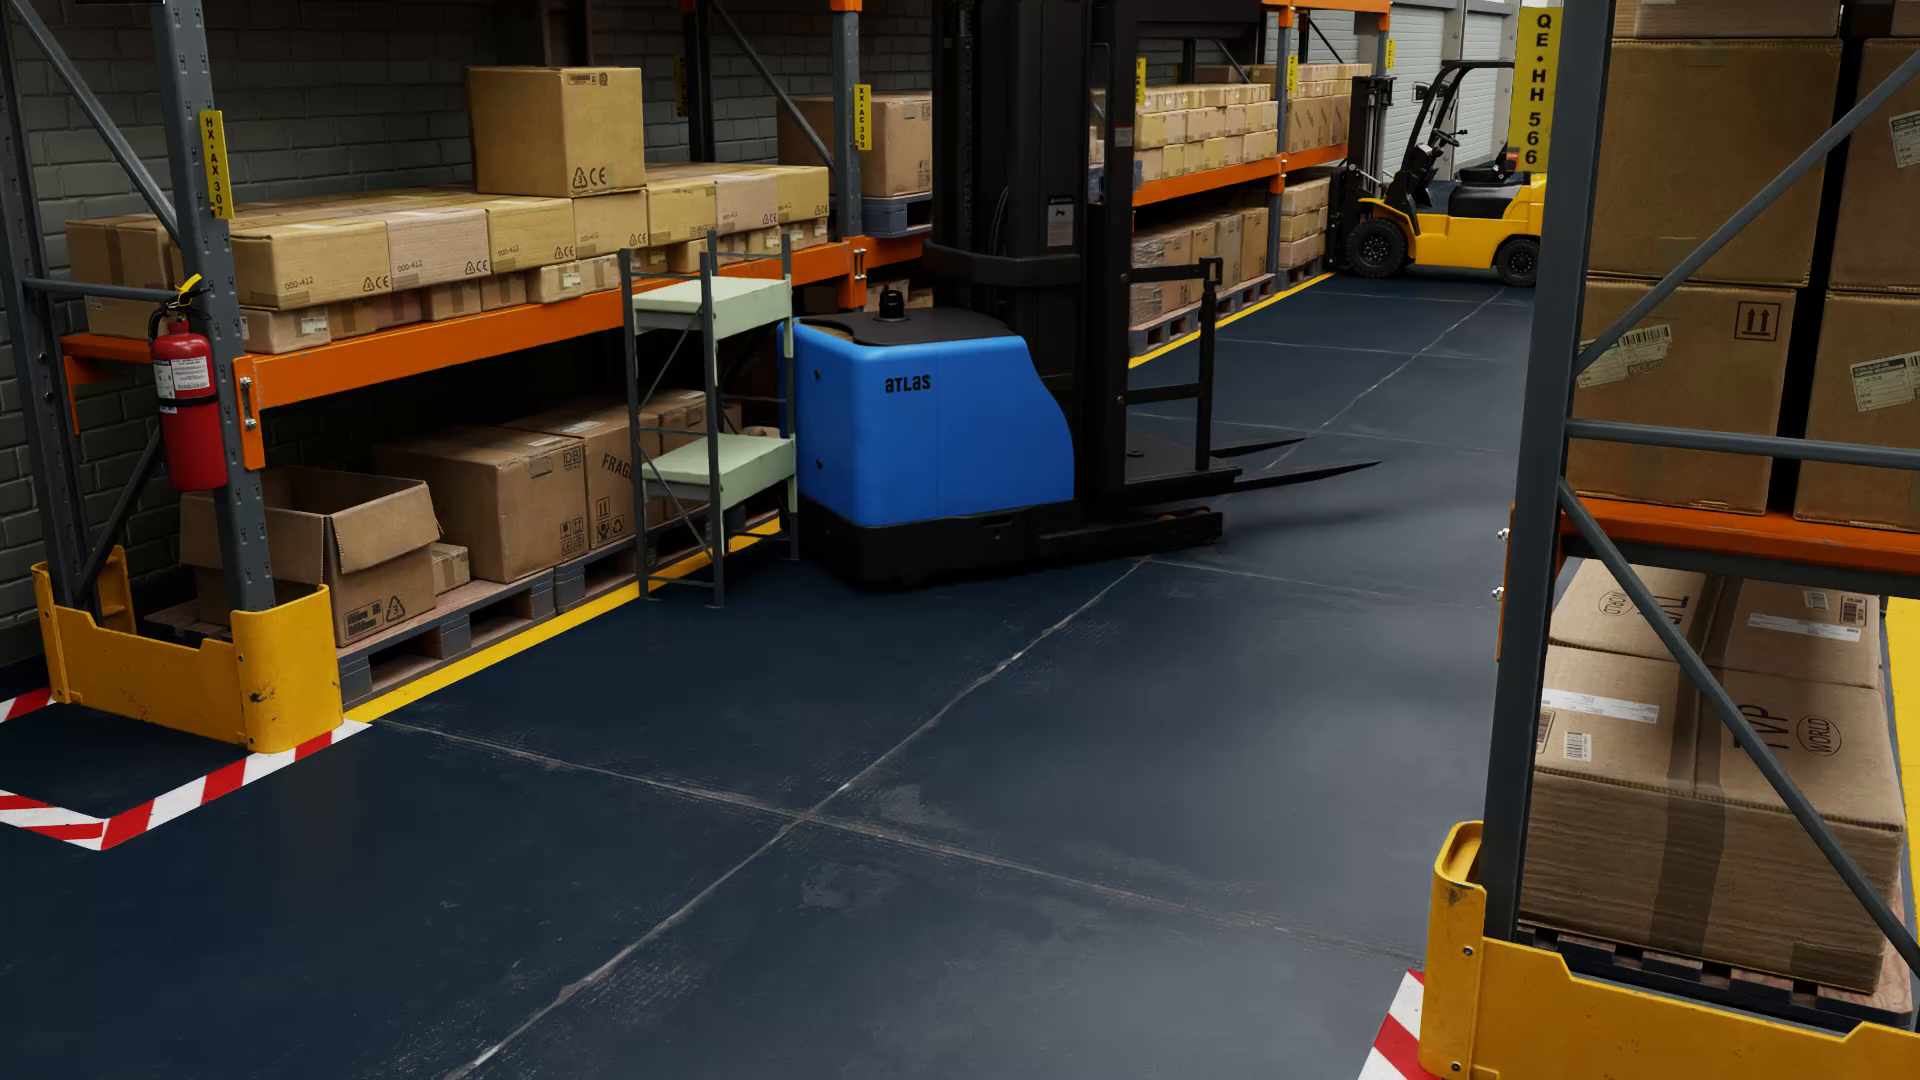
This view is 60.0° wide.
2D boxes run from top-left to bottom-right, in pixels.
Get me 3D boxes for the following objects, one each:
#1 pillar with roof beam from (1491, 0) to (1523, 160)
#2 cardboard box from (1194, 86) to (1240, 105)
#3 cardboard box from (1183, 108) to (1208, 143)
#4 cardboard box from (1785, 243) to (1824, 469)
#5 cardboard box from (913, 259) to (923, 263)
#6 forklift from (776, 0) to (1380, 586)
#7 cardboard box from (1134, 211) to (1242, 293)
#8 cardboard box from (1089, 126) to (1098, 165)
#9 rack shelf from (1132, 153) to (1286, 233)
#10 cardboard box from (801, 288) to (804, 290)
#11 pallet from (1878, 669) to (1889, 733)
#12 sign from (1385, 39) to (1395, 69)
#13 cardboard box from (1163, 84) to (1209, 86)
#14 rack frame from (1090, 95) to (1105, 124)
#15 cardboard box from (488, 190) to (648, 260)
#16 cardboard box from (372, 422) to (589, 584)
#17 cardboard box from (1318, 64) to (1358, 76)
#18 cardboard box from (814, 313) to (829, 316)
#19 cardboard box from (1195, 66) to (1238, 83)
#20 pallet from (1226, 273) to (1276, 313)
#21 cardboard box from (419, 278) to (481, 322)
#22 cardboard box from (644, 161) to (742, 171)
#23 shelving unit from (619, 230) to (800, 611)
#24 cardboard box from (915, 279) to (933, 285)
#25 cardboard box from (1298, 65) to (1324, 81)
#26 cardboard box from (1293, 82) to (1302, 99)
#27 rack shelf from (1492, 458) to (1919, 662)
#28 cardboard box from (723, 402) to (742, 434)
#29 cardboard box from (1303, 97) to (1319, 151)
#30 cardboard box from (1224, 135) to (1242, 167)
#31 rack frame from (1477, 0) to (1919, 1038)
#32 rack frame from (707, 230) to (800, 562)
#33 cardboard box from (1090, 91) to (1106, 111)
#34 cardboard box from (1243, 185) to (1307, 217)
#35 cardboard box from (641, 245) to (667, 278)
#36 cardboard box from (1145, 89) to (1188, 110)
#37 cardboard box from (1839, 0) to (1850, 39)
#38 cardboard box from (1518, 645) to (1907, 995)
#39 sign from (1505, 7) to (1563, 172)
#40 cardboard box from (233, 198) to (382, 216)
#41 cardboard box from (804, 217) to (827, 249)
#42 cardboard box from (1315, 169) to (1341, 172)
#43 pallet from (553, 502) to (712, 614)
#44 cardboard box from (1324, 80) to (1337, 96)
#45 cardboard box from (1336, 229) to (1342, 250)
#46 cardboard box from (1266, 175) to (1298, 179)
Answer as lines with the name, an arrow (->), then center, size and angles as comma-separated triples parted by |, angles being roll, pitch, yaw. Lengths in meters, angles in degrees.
pillar with roof beam -> 15.147, -11.735, 31.730 | 9.100, 9.000, 0.400 | 8, 18, 25
cardboard box -> 2.201, -3.843, 14.381 | 0.380, 0.149, 0.250 | 8, 18, 24
cardboard box -> 1.687, -3.355, 13.438 | 0.500, 0.250, 0.500 | 8, 18, 24
cardboard box -> 2.335, -0.445, 4.079 | 0.500, 0.500, 0.500 | 8, 18, 25
cardboard box -> -0.103, -1.873, 11.575 | 0.380, 0.149, 0.250 | 7, 18, 23
forklift -> 0.682, -1.481, 7.862 | 3.031, 2.935, 1.130 | -8, 19, -26
cardboard box -> 2.006, -2.598, 14.936 | 0.875, 0.625, 0.625 | 8, 18, 25
cardboard box -> 0.613, -2.667, 11.260 | 0.500, 0.250, 0.500 | 7, 18, 23
rack shelf -> 1.689, -3.012, 14.160 | 1.077, 0.370, 4.000 | 8, 18, 25
cardboard box -> -0.781, -1.472, 10.226 | 0.380, 0.149, 0.250 | 7, 18, 23
pallet -> 2.496, 0.635, 5.517 | 1.003, 0.211, 1.213 | 8, 18, 25
sign -> 4.849, -5.481, 18.760 | 0.100, 0.325, 0.005 | 8, 18, 25
cardboard box -> 2.067, -4.101, 15.249 | 0.380, 0.149, 0.250 | 7, 18, 24
rack frame -> 0.795, -2.847, 12.342 | 1.000, 3.000, 0.127 | 8, 18, 25
cardboard box -> -1.678, -1.352, 7.050 | 0.500, 0.250, 0.500 | 8, 18, 24
cardboard box -> -2.005, -0.169, 6.978 | 0.700, 0.500, 0.500 | 9, 19, 28
cardboard box -> 4.028, -4.997, 17.743 | 0.380, 0.149, 0.250 | 9, 19, 27
cardboard box -> -0.594, -1.200, 9.309 | 0.380, 0.149, 0.250 | 9, 19, 28
cardboard box -> 2.455, -4.487, 16.027 | 0.380, 0.149, 0.250 | 8, 18, 26
pallet -> 2.288, -2.337, 15.521 | 1.003, 0.211, 1.213 | 8, 18, 25
cardboard box -> -2.061, -0.936, 6.350 | 0.380, 0.149, 0.250 | 9, 19, 27
cardboard box -> -1.455, -1.807, 8.582 | 0.500, 0.250, 0.500 | 8, 18, 25
shelving unit -> -1.060, -0.541, 7.210 | 0.431, 1.500, 0.755 | 6, 18, 19
cardboard box -> -0.067, -1.540, 10.456 | 0.380, 0.149, 0.250 | 9, 19, 27
cardboard box -> 3.431, -4.677, 16.666 | 0.380, 0.149, 0.250 | 8, 18, 24
cardboard box -> 3.074, -4.339, 16.049 | 0.380, 0.149, 0.250 | 9, 19, 27
rack shelf -> 2.556, -0.343, 5.176 | 1.077, 0.370, 4.000 | 8, 18, 25
cardboard box -> -1.499, -0.603, 8.769 | 0.500, 0.311, 0.500 | 9, 19, 27
cardboard box -> 3.232, -4.129, 16.481 | 0.500, 0.500, 0.500 | 8, 19, 26
cardboard box -> 2.122, -3.381, 14.403 | 0.500, 0.250, 0.500 | 8, 18, 26
rack frame -> 1.663, -0.179, 3.358 | 1.000, 3.000, 0.127 | 8, 18, 25
rack frame -> -0.933, -0.638, 7.539 | 0.400, 1.500, 0.023 | 6, 18, 19
cardboard box -> 0.947, -3.454, 13.069 | 0.380, 0.149, 0.250 | 8, 18, 25
cardboard box -> 3.079, -3.312, 16.242 | 0.500, 0.250, 0.500 | 8, 18, 25
cardboard box -> -1.546, -1.273, 7.482 | 0.380, 0.149, 0.250 | 8, 18, 26
cardboard box -> 1.602, -3.523, 13.301 | 0.380, 0.149, 0.250 | 8, 18, 26
cardboard box -> 3.262, -1.801, 5.750 | 0.380, 0.149, 0.250 | 8, 18, 25
cardboard box -> 1.868, 0.667, 4.272 | 0.875, 0.438, 0.875 | 7, 18, 24
sign -> 1.183, -0.920, 3.404 | 0.100, 0.325, 0.005 | 8, 18, 25
cardboard box -> -2.580, -1.162, 6.410 | 0.500, 0.250, 0.500 | 8, 18, 26
cardboard box -> -0.909, -1.595, 8.566 | 0.380, 0.149, 0.250 | 8, 18, 26
cardboard box -> 4.220, -3.960, 18.423 | 0.500, 0.250, 0.500 | 8, 19, 26
pallet -> -1.844, -0.005, 7.670 | 1.003, 0.211, 1.213 | 8, 18, 25
cardboard box -> 3.669, -4.664, 17.144 | 0.380, 0.149, 0.250 | 8, 18, 24
cardboard box -> 3.768, -3.221, 17.694 | 0.500, 0.250, 0.500 | 9, 19, 27
cardboard box -> 3.297, -3.766, 17.770 | 0.500, 0.250, 0.500 | 8, 18, 24
